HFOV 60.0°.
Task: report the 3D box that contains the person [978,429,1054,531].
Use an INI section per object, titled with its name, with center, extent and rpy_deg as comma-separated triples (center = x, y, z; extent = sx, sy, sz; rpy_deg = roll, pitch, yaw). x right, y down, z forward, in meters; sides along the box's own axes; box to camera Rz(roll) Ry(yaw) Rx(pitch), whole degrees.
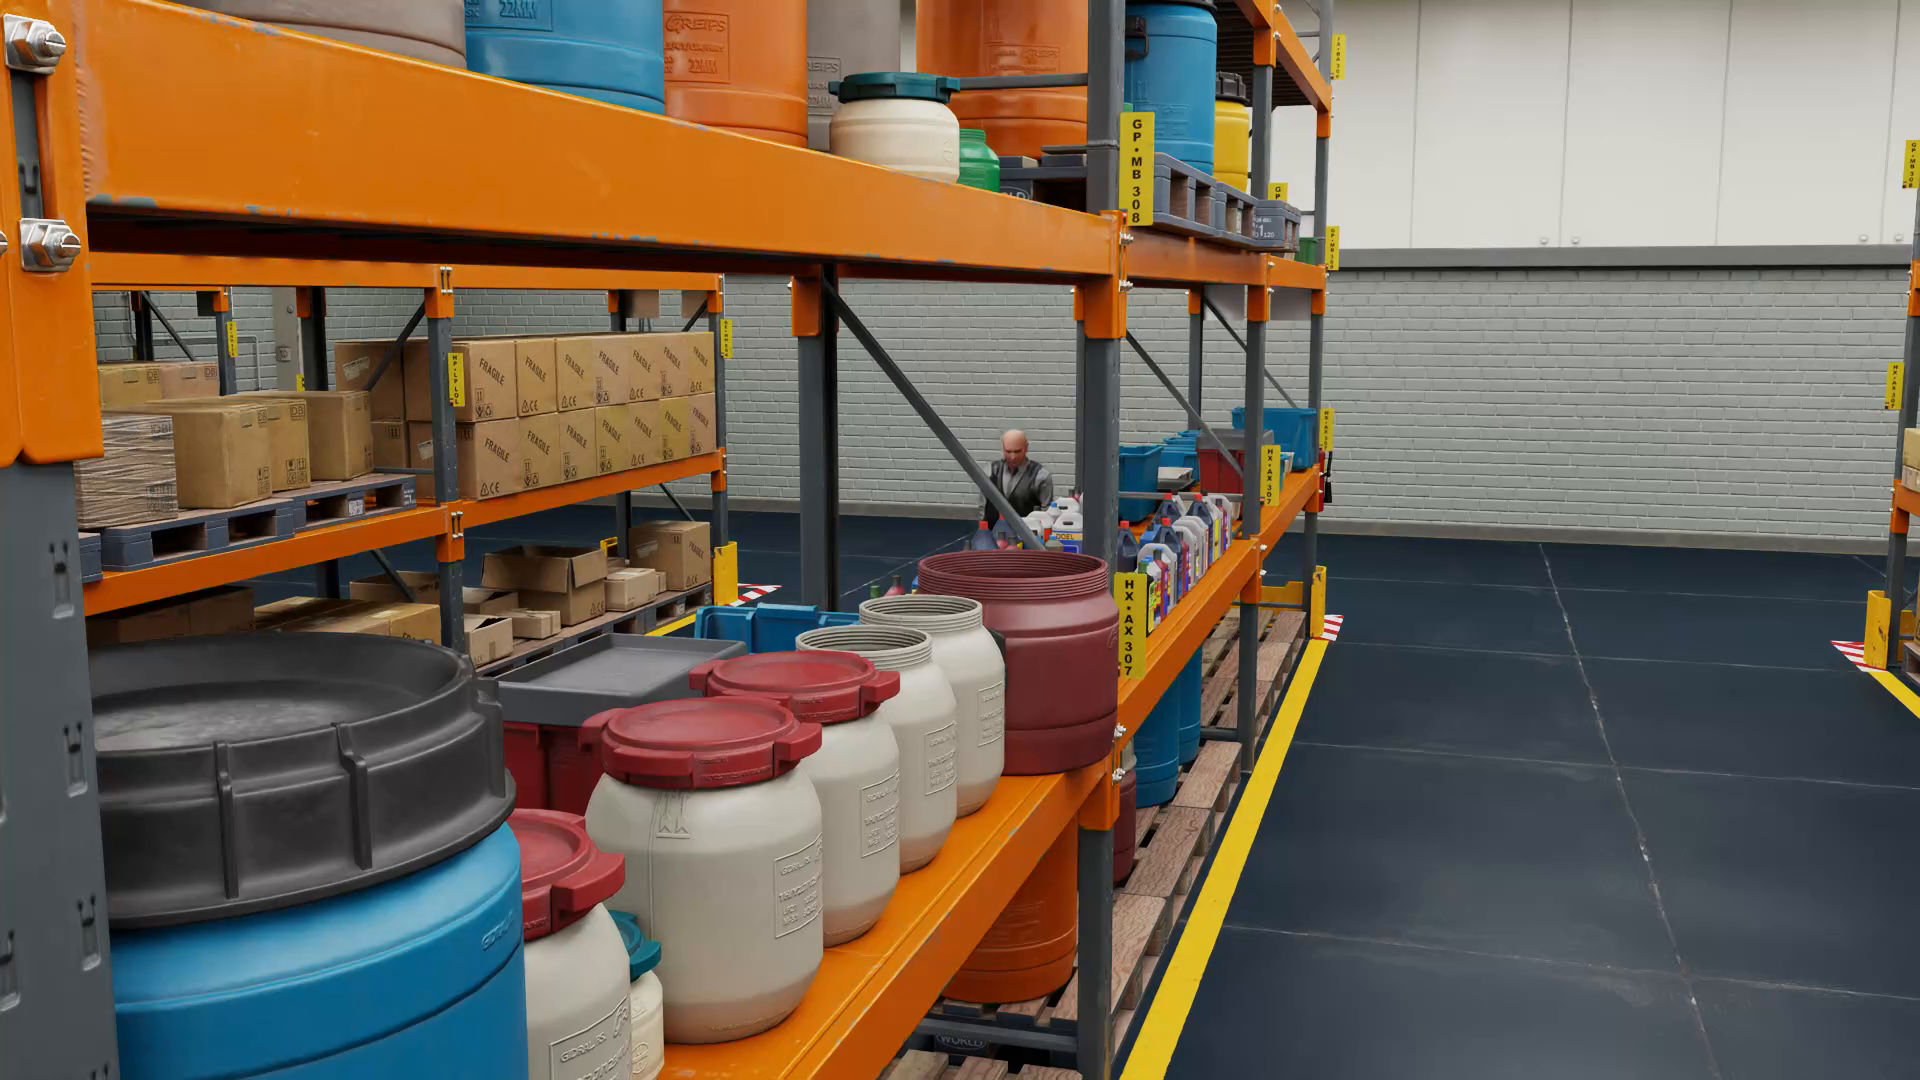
[person]
center = 0.387, 0.083, 11.450
extent = 0.543, 1.704, 0.372
rpy_deg = 3, 9, 17
